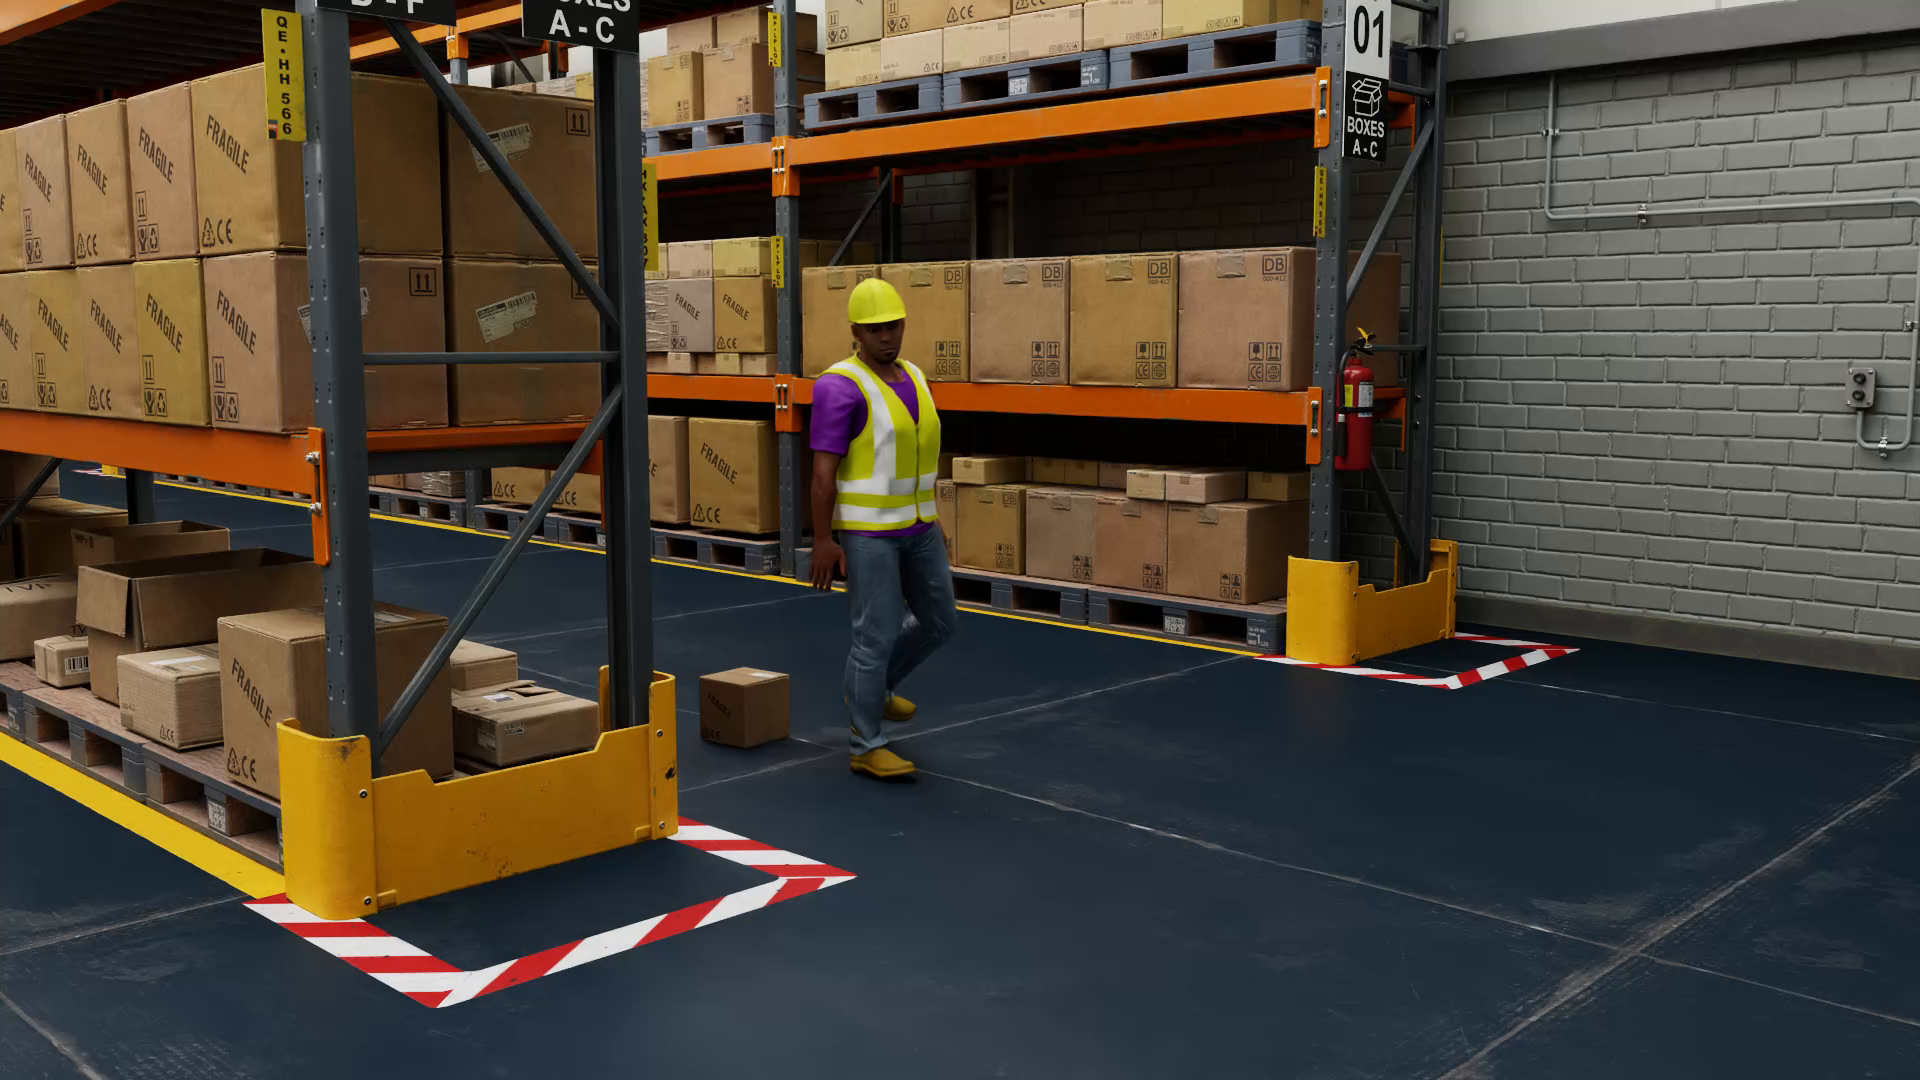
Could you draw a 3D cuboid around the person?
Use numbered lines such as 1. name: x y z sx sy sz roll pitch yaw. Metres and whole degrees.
1. person: -0.304 -0.047 5.994 0.515 1.767 0.746 5 9 35
